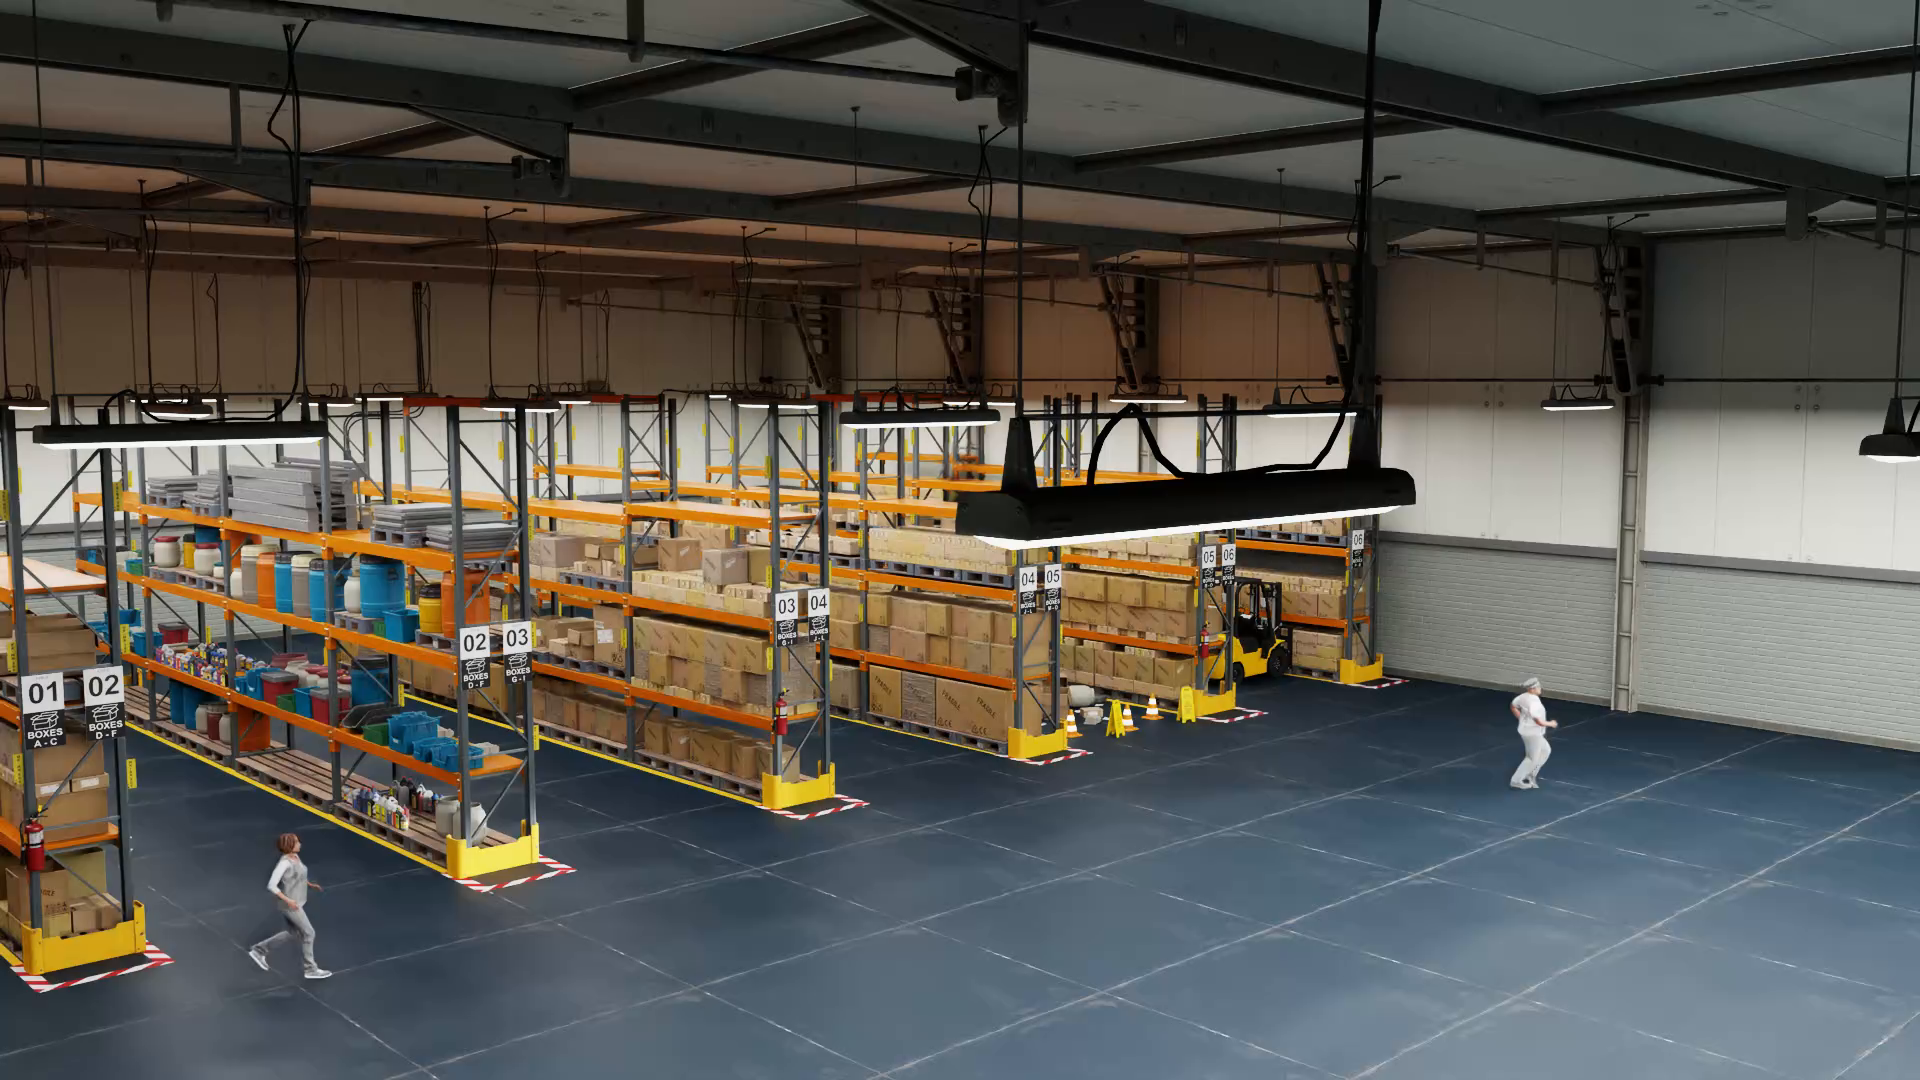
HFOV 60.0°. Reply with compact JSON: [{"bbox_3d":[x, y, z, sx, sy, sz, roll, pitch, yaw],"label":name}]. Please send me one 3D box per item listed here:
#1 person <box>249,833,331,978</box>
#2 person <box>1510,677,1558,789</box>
[{"bbox_3d":[-7.065,3.852,17.467,0.823,1.578,0.565,-1,6,-12],"label":"person"},{"bbox_3d":[8.858,2.995,25.697,0.694,1.773,0.673,0,6,2],"label":"person"}]
